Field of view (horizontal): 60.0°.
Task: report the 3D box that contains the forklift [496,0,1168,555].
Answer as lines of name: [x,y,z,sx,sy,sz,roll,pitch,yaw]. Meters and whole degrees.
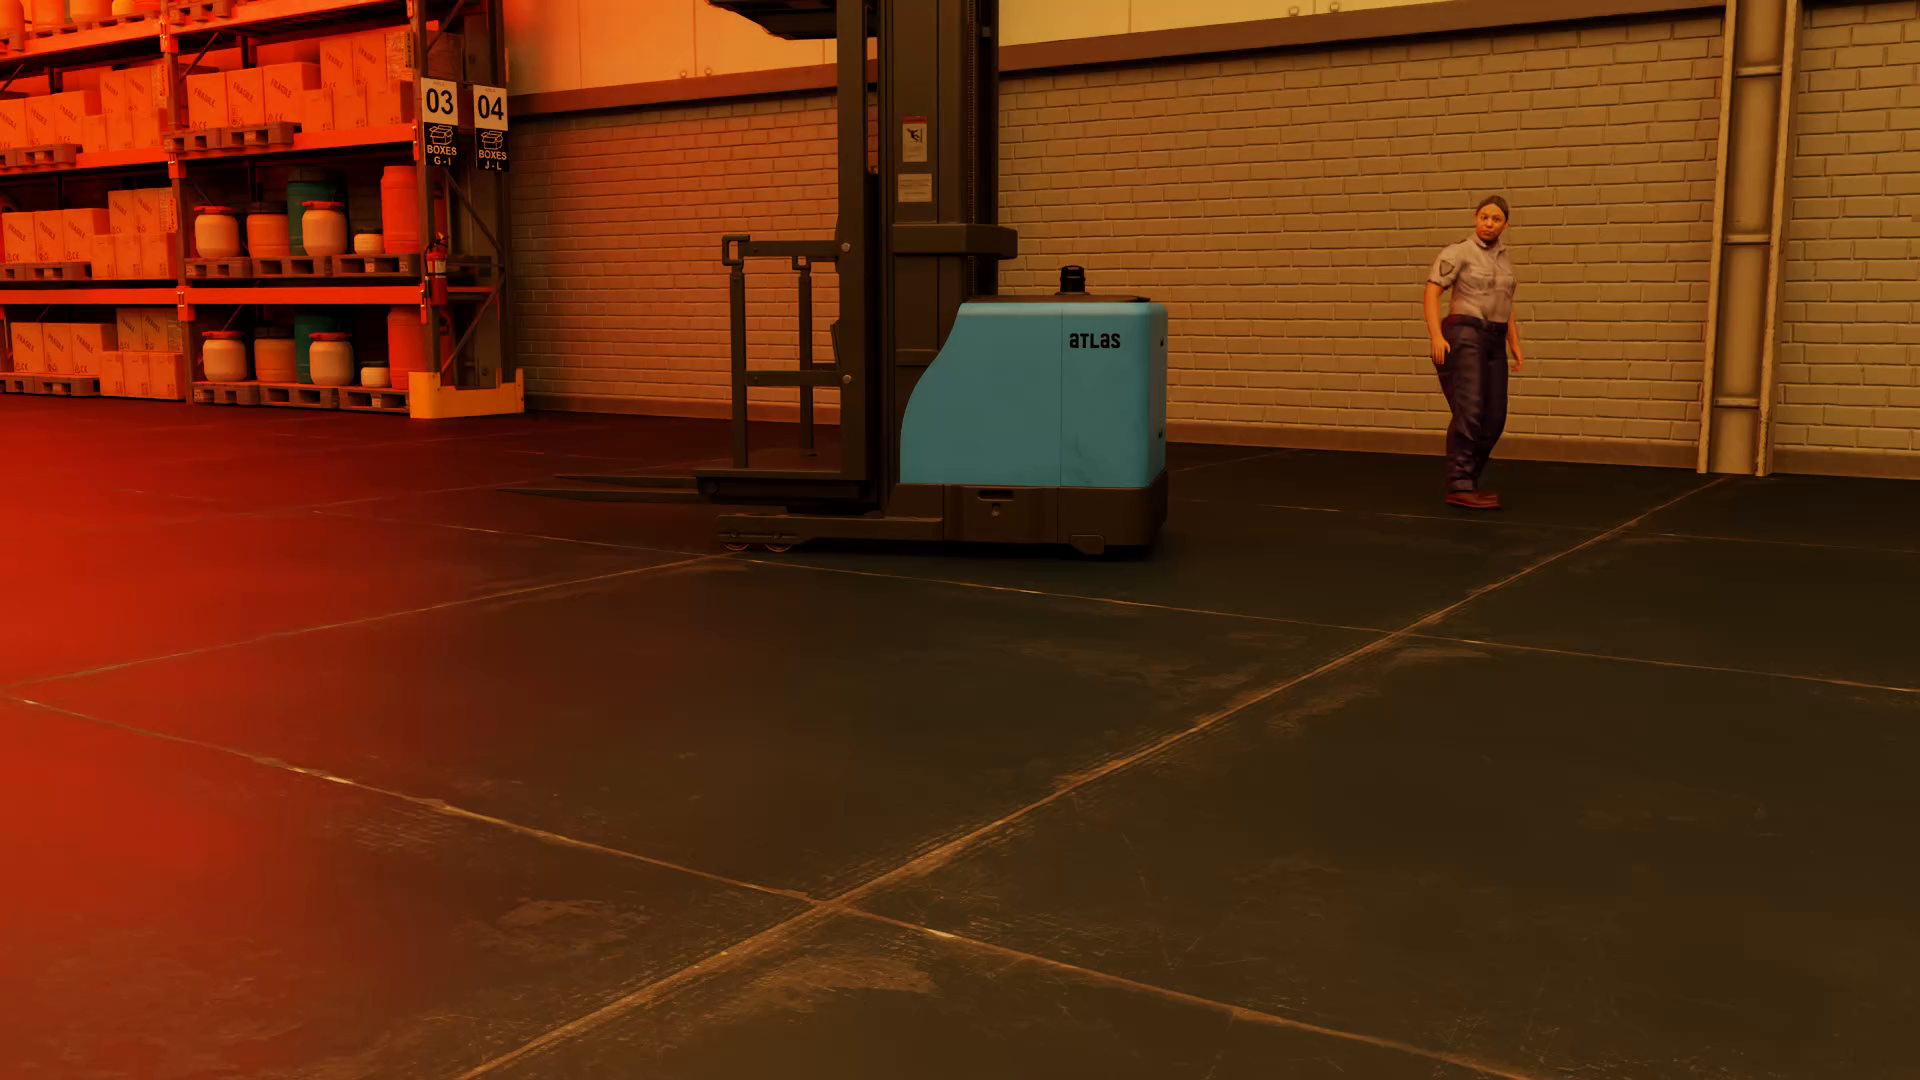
forklift: [-0.596,-1.469,7.520,3.031,2.935,1.130,2,8,12]

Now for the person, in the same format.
person: [2.794,-1.005,8.865,0.672,1.639,0.469,-6,10,-36]
